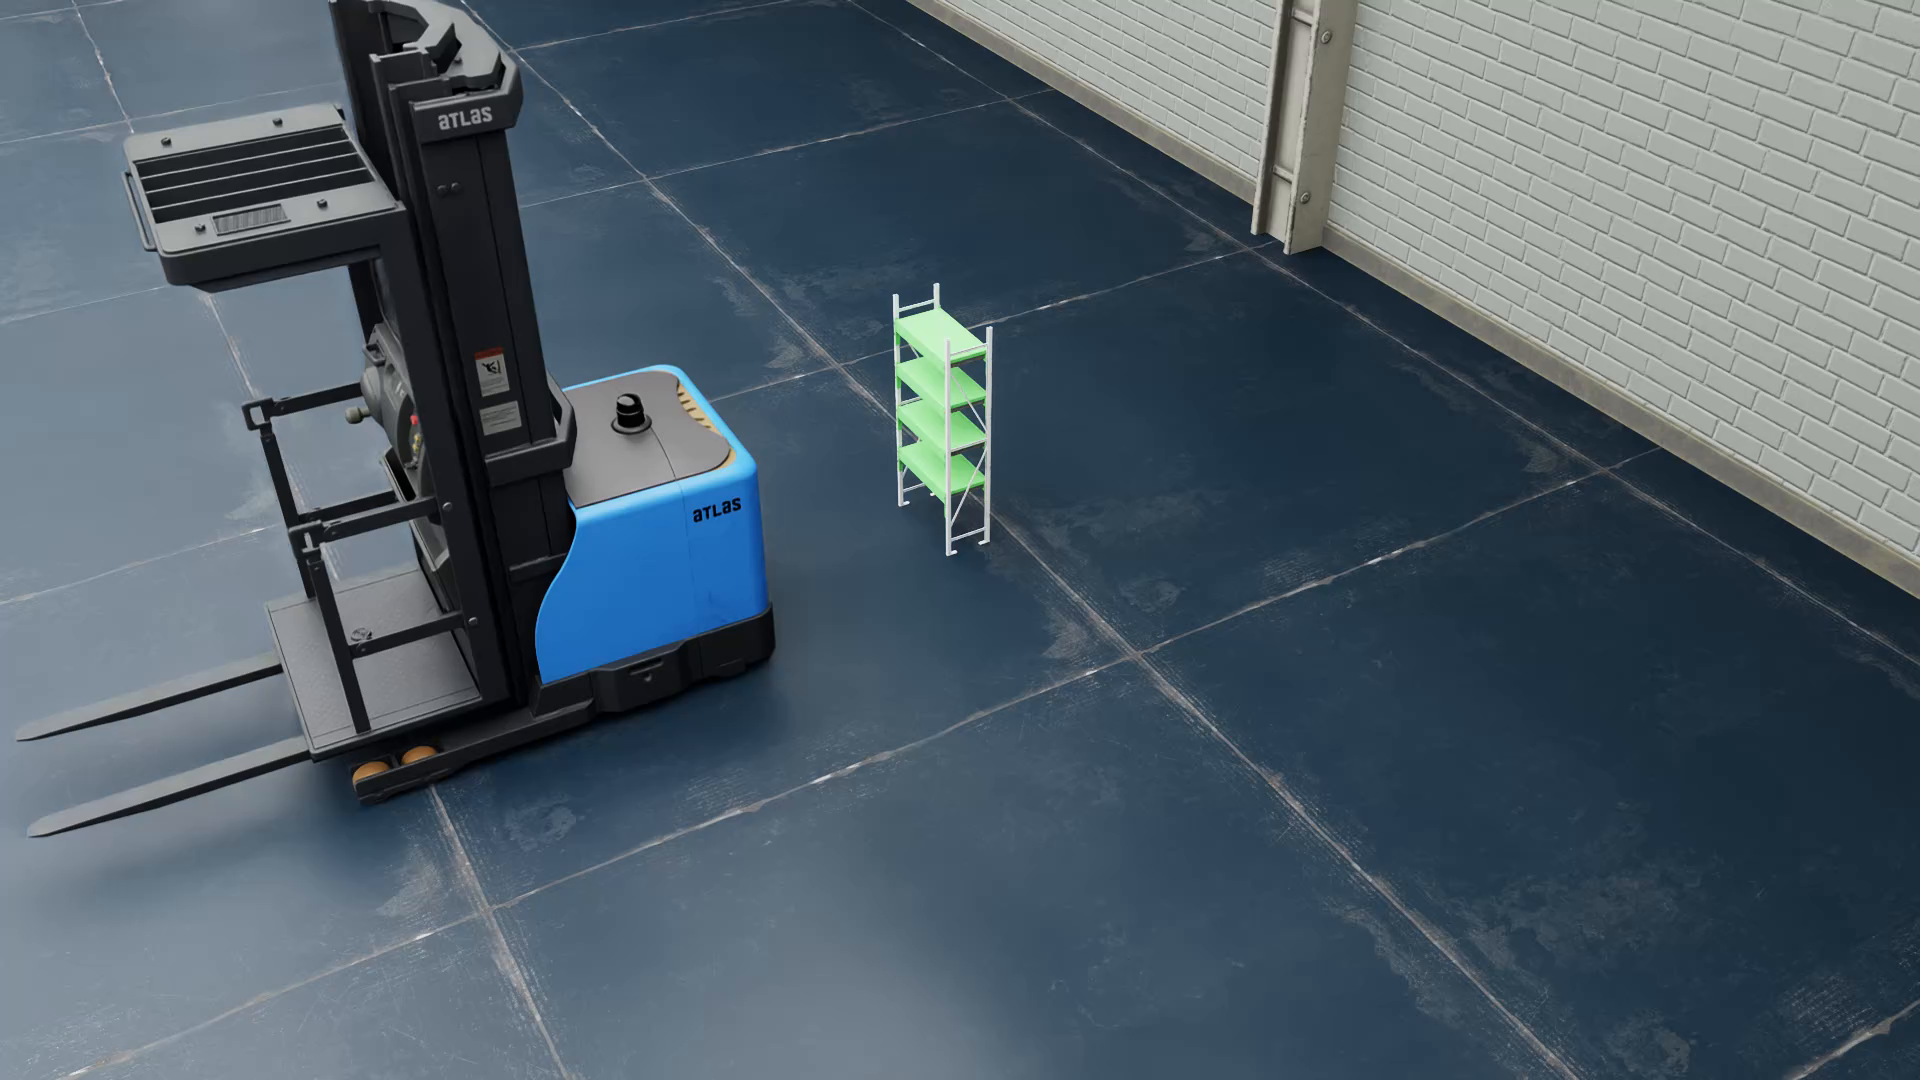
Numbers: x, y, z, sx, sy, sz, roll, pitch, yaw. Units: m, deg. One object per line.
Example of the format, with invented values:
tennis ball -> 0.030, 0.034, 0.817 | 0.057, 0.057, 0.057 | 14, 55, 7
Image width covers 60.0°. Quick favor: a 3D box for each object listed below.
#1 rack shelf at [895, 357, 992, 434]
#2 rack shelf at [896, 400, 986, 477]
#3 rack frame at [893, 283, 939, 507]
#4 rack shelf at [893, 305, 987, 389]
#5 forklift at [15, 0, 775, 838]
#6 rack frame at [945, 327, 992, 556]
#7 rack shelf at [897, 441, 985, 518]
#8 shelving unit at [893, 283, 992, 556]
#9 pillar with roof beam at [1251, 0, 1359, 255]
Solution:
rack shelf -> -0.083, -0.711, 7.908 | 0.258, 0.148, 0.480 | -19, 40, -24
rack shelf -> -0.083, -0.517, 8.049 | 0.258, 0.148, 0.480 | -19, 40, -24
rack frame -> -0.206, -0.693, 8.182 | 0.240, 1.200, 0.015 | -19, 40, -24
rack shelf -> -0.083, -0.905, 7.766 | 0.258, 0.148, 0.480 | -19, 40, -24
forklift -> -2.374, -0.470, 6.409 | 3.031, 2.935, 1.130 | -18, 40, -23
rack frame -> 0.039, -0.445, 7.841 | 0.240, 1.200, 0.015 | -19, 40, -24
rack shelf -> -0.083, -0.324, 8.191 | 0.258, 0.148, 0.480 | -19, 40, -24
shelving unit -> -0.083, -0.569, 8.012 | 0.258, 1.200, 0.503 | -19, 40, -24
pillar with roof beam -> -1.561, -4.352, 6.580 | 9.100, 9.000, 0.400 | -19, 40, -24
